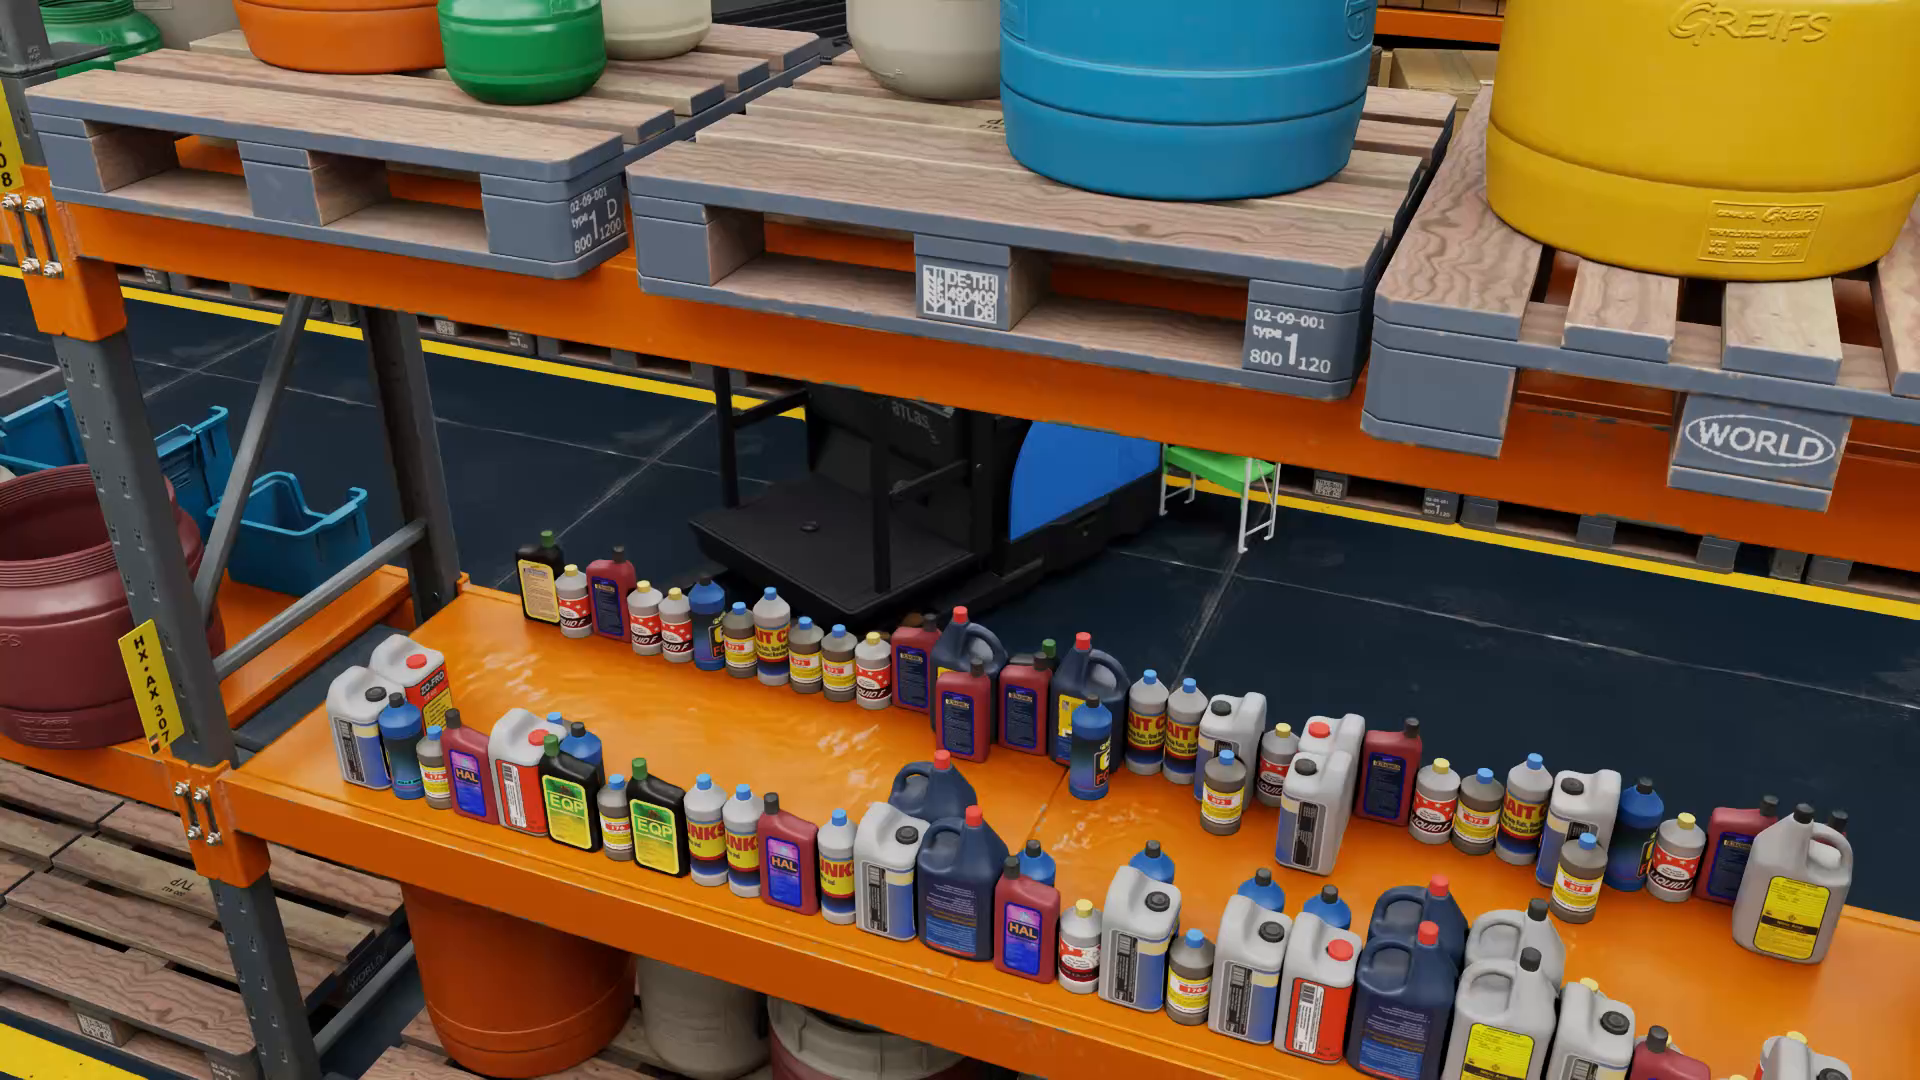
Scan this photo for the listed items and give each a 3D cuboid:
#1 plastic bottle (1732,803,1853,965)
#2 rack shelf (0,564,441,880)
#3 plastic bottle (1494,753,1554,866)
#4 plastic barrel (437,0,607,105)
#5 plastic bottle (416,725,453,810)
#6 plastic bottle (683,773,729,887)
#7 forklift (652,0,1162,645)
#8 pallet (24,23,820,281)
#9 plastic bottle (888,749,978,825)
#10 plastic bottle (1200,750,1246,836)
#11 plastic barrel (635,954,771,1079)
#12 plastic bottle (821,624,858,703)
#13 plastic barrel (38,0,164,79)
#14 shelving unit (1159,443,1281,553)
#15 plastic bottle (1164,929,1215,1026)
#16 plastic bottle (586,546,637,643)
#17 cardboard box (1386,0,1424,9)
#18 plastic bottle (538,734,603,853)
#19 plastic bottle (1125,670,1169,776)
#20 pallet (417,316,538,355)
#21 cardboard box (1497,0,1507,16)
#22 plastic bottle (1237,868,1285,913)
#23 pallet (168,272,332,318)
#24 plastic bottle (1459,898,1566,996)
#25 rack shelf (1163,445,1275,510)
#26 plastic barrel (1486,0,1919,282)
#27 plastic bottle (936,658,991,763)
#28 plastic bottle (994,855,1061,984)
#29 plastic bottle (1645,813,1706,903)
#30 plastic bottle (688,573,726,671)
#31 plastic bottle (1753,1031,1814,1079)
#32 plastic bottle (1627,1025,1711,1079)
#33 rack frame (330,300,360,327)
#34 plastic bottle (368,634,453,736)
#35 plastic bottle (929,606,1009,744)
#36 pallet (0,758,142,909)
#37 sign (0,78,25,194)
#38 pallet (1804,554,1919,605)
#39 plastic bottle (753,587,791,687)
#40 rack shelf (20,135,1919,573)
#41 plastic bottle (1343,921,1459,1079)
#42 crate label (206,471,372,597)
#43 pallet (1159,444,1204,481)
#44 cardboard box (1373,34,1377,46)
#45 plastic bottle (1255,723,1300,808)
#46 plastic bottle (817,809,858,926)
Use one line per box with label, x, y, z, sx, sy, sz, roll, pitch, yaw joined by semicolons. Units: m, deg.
plastic bottle;1.761;0.708;3.499;0.185;0.351;0.144;11;31;19
rack shelf;-3.557;0.110;5.238;4.000;0.370;1.077;11;31;19
plastic bottle;1.281;0.602;3.767;0.097;0.271;0.097;0;29;0
plastic barrel;-0.808;-0.953;3.071;0.294;0.245;0.294;0;29;0
plastic bottle;-1.237;0.533;3.961;0.097;0.201;0.097;0;29;0
plastic bottle;-0.561;0.637;3.705;0.097;0.271;0.097;0;29;0
forklift;-0.465;-1.025;6.585;3.031;2.935;1.130;-26;38;-37
pallet;-1.032;-0.871;3.385;1.213;0.211;1.003;11;31;19
plastic bottle;-0.060;0.610;3.673;0.185;0.351;0.144;11;31;19
plastic bottle;0.615;0.580;3.877;0.097;0.201;0.097;0;29;0
plastic barrel;-0.687;1.214;4.656;0.421;0.512;0.421;0;29;0
plastic bottle;-0.313;0.314;4.348;0.097;0.201;0.097;0;29;0
plastic barrel;-1.952;-1.094;3.746;0.294;0.245;0.294;0;29;0
shelving unit;1.209;-0.591;7.577;0.258;1.200;0.503;-24;37;-35
plastic bottle;0.468;0.873;3.359;0.097;0.201;0.097;0;29;0
plastic bottle;-0.955;0.141;4.571;0.133;0.283;0.061;11;31;19
cardboard box;3.207;-3.910;11.855;0.250;0.149;0.380;12;32;20
plastic bottle;-0.889;0.576;3.800;0.133;0.283;0.061;11;31;19
plastic bottle;0.457;0.437;4.058;0.097;0.271;0.097;0;29;0
pallet;-2.847;-1.498;10.186;1.213;0.211;1.003;11;31;19
cardboard box;3.905;-3.752;11.575;0.250;0.149;0.380;12;32;21
plastic bottle;0.615;0.791;3.432;0.097;0.271;0.097;0;29;0
pallet;-4.266;-1.783;10.690;1.213;0.211;1.003;11;31;19
plastic bottle;1.082;0.842;3.262;0.185;0.351;0.144;11;31;19
rack shelf;1.209;-0.327;7.726;0.258;0.148;0.480;-24;37;-35
plastic barrel;1.081;-0.740;2.344;0.600;0.588;0.600;0;29;0
plastic bottle;0.008;0.409;4.096;0.133;0.283;0.061;11;31;19
plastic bottle;0.139;0.782;3.437;0.133;0.283;0.061;11;31;19
plastic bottle;1.586;0.693;3.677;0.097;0.201;0.097;0;29;0
plastic bottle;-0.674;0.212;4.458;0.097;0.271;0.097;0;29;0
plastic bottle;1.546;1.008;3.121;0.097;0.201;0.097;0;29;0
plastic bottle;1.284;1.010;3.033;0.133;0.283;0.061;11;31;19
rack frame;-3.545;-2.831;9.710;0.127;3.000;1.000;11;31;19
plastic bottle;-1.367;0.379;4.157;0.135;0.276;0.152;11;31;19
plastic bottle;0.022;0.329;4.170;0.185;0.351;0.144;11;31;19
pallet;-3.534;0.993;5.778;1.213;0.211;1.003;11;31;19
sign;-1.904;-0.841;3.248;0.005;0.325;0.100;11;31;19
pallet;4.505;-0.009;7.552;1.213;0.211;1.003;11;31;19
plastic bottle;-0.494;0.248;4.394;0.097;0.271;0.097;0;29;0
rack shelf;0.149;-0.456;3.191;4.000;0.370;1.077;11;31;19
plastic bottle;0.857;0.873;3.206;0.185;0.351;0.144;11;31;19
crate label;-1.953;-0.009;4.888;0.416;0.233;0.303;11;31;19
pallet;0.840;-0.722;8.812;1.213;0.211;1.003;11;31;19
cardboard box;2.653;-3.401;12.477;0.750;0.750;0.750;11;31;18
plastic bottle;0.762;0.529;3.968;0.097;0.201;0.097;0;29;0
plastic bottle;-0.257;0.698;3.597;0.097;0.271;0.097;0;29;0
